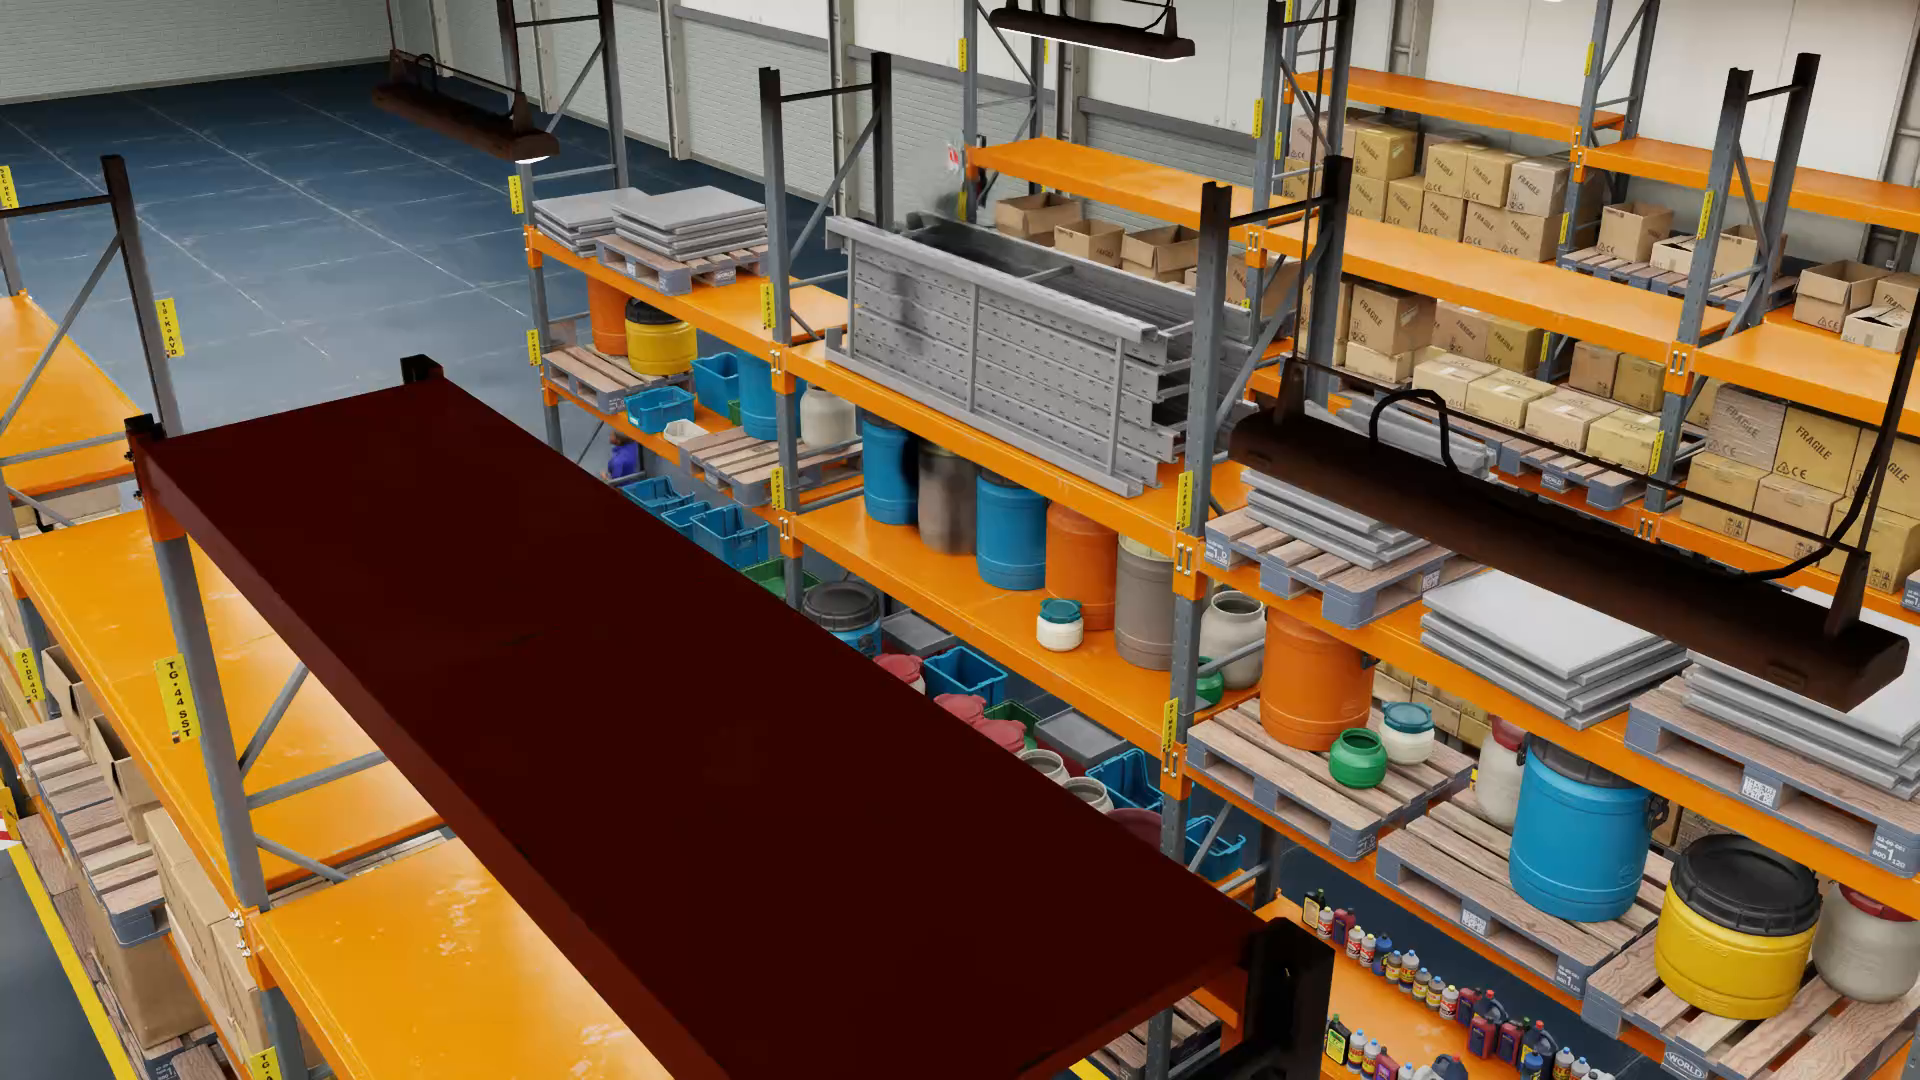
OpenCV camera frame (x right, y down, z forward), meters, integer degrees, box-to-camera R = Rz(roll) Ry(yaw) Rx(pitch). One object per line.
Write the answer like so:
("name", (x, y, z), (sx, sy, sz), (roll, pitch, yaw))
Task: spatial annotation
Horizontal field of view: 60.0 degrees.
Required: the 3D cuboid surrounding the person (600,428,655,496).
("person", (-3.474, -0.468, 17.379), (0.661, 1.644, 0.606), (0, 26, 1))
